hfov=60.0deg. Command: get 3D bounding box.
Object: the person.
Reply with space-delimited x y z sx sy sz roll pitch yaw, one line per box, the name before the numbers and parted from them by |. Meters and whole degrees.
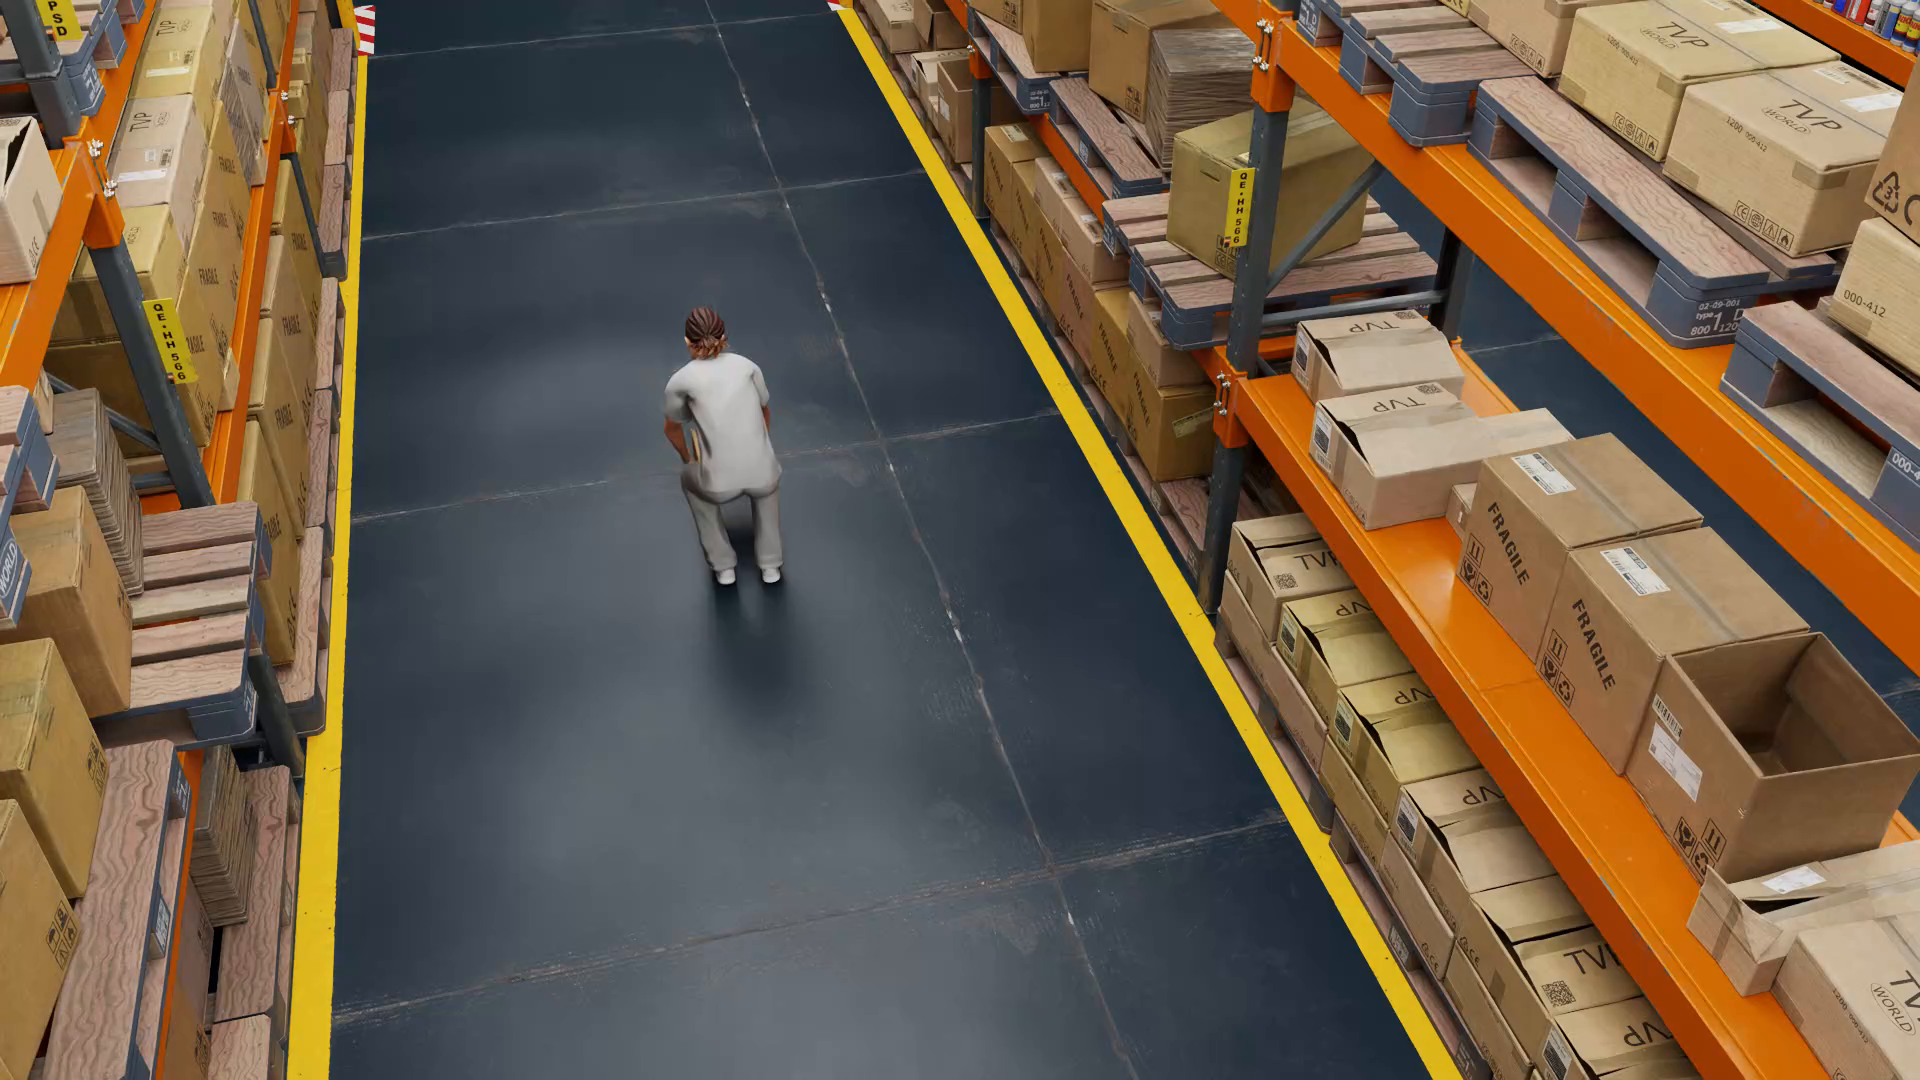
person | -1.070 -0.384 7.547 0.494 1.249 0.705 -9 39 -12
